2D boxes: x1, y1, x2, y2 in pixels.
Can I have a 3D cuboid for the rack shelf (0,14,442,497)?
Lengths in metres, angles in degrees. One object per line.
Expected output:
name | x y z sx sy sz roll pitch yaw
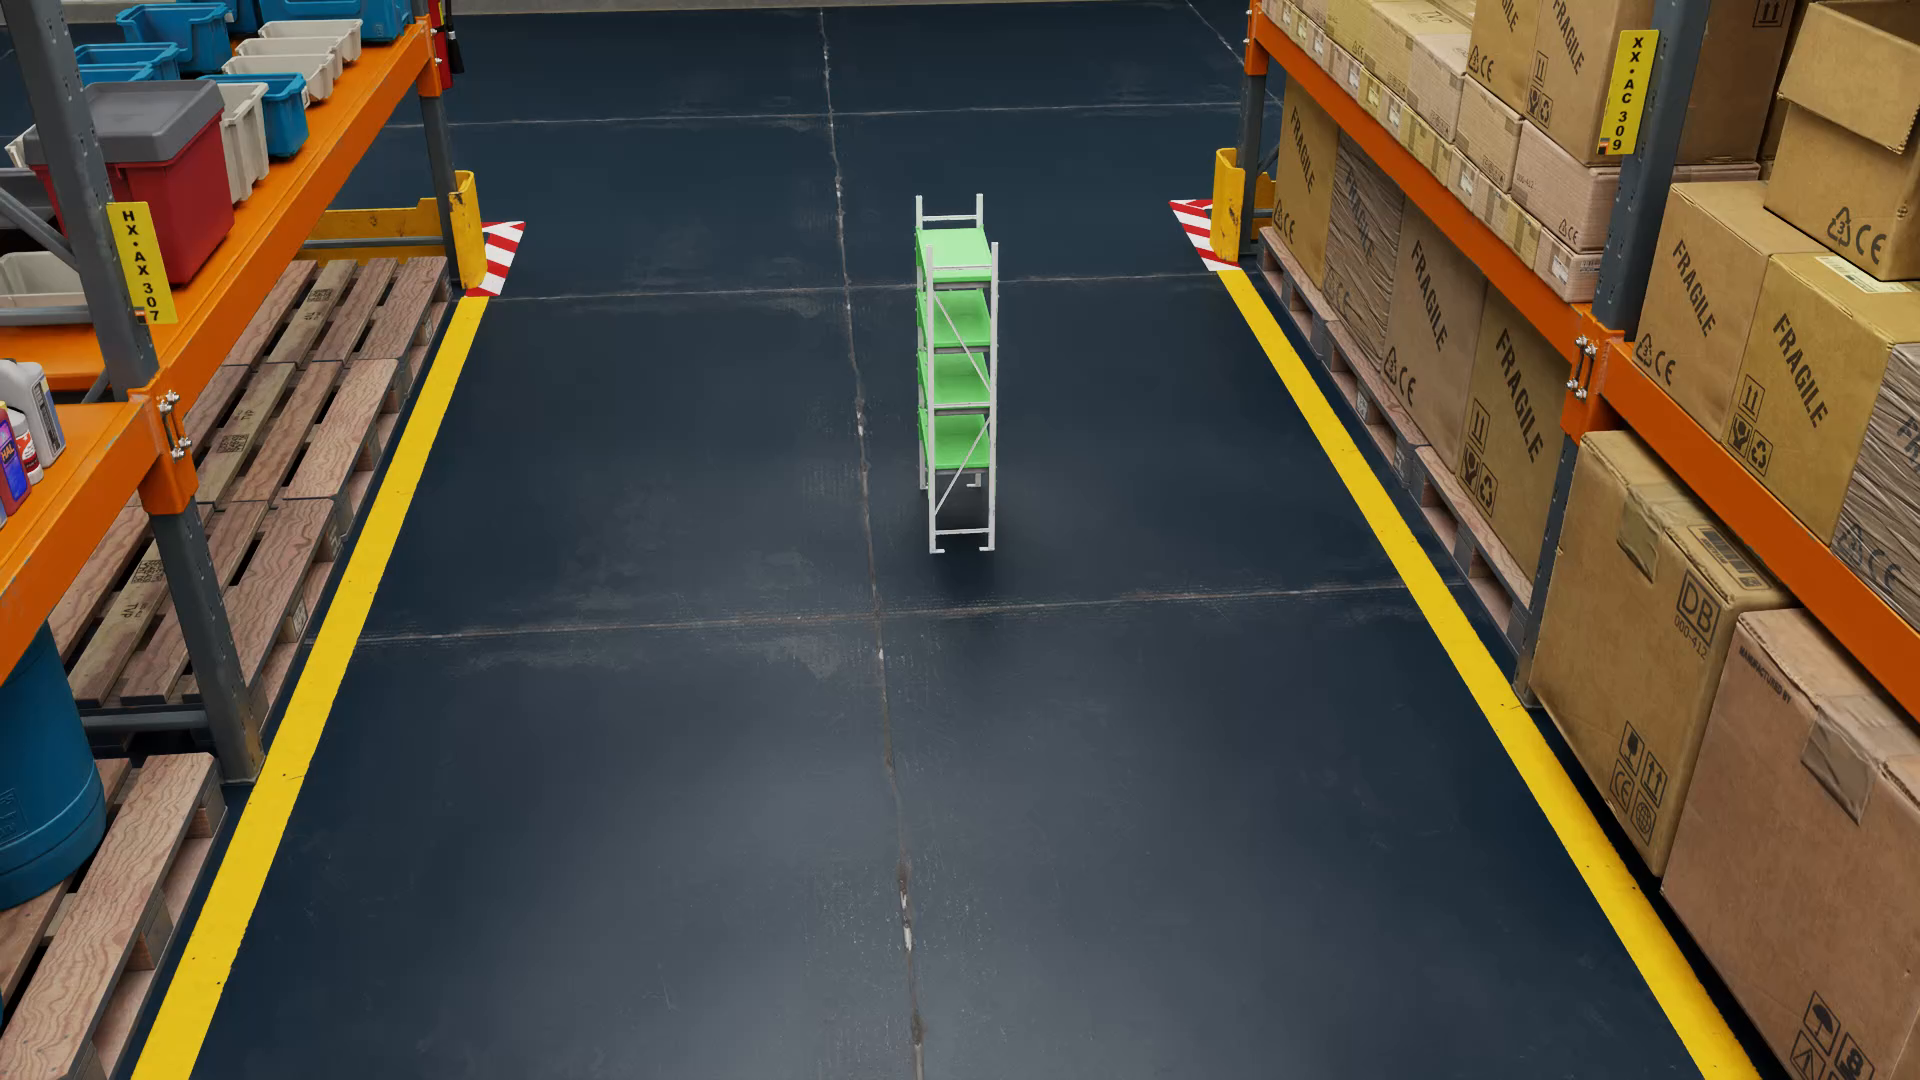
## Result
rack shelf | -2.813 -1.269 6.151 1.077 0.370 4.000 -3 31 -5

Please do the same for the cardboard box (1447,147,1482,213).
cardboard box | 1.878 -1.220 5.613 0.380 0.149 0.250 -2 31 -4

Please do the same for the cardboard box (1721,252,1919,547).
cardboard box | 2.147 -0.334 3.786 0.500 0.500 0.500 -3 31 -5

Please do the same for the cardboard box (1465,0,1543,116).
cardboard box | 1.953 -1.657 5.225 0.500 0.500 0.500 -2 31 -4

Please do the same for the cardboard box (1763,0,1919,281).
cardboard box | 2.373 -0.942 3.826 0.797 0.503 0.637 -4 31 -6

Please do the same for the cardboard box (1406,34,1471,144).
cardboard box | 1.904 -1.595 5.852 0.500 0.250 0.500 -2 31 -4

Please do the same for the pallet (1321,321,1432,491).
pallet | 2.194 -0.613 7.071 1.003 0.211 1.213 -3 31 -5

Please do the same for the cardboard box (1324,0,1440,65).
cardboard box | 1.806 -2.120 6.730 0.500 0.250 0.500 -4 31 -6

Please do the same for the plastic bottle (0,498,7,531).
plastic bottle | -2.234 -0.131 3.666 0.152 0.276 0.135 -3 31 -5

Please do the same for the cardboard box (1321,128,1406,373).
cardboard box | 2.156 -1.317 7.192 0.875 0.875 0.875 -3 31 -5

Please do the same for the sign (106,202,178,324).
sign | -2.079 -0.701 4.229 0.100 0.325 0.005 -3 31 -5

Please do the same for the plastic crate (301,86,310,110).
plastic crate | -2.635 -1.664 6.310 0.298 0.136 0.250 -3 31 -5

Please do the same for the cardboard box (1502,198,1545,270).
cardboard box | 1.926 -0.958 5.174 0.380 0.149 0.250 -2 31 -4

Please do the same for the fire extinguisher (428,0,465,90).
fire extinguisher | -2.562 -2.505 7.957 0.296 0.674 0.183 -3 31 -5

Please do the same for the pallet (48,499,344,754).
pallet | -2.734 0.267 5.598 1.003 0.211 1.213 -3 31 -5

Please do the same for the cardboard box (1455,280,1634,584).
cardboard box | 2.323 -0.403 5.662 0.875 0.875 0.875 -3 31 -5

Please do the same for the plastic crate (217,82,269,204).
plastic crate | -2.586 -1.320 5.592 0.437 0.282 0.530 -3 31 -5

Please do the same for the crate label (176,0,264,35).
crate label | -3.305 -2.411 7.466 0.416 0.233 0.303 -3 31 -5

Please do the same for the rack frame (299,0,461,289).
rack frame | -3.000 -2.599 7.676 1.000 3.000 0.127 -3 31 -5

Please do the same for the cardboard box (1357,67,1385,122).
cardboard box | 1.781 -1.746 6.494 0.380 0.149 0.250 -4 31 -6

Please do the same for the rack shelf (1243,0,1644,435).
rack shelf | 2.118 -1.507 6.549 1.077 0.370 4.000 -3 31 -5

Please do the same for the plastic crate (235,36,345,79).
plastic crate | -2.731 -1.955 6.797 0.396 0.136 0.243 -3 31 -5

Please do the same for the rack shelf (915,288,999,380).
rack shelf | -0.015 -0.751 5.994 0.258 0.148 0.480 -3 31 -5

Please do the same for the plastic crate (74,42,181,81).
plastic crate | -3.182 -1.739 6.341 0.416 0.233 0.300 -3 31 -5

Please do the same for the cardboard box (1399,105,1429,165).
cardboard box | 1.830 -1.483 6.052 0.380 0.149 0.250 -3 31 -5

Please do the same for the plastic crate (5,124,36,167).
plastic crate | -3.089 -1.344 5.774 0.293 0.136 0.466 -3 31 -5

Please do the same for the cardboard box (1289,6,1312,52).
cardboard box | 1.685 -2.270 7.370 0.380 0.149 0.250 -3 31 -6

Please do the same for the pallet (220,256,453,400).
pallet | -2.962 -0.979 7.683 1.003 0.211 1.213 -3 31 -5

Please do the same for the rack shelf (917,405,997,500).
rack shelf | -0.015 -0.339 6.240 0.258 0.148 0.480 -3 31 -5

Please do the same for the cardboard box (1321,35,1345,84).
cardboard box | 1.734 -2.007 6.930 0.380 0.149 0.250 -3 31 -6

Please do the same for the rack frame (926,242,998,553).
rack frame | 0.007 -0.475 5.875 0.240 1.200 0.015 -3 31 -5

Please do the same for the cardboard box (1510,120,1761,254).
cardboard box | 2.002 -1.070 4.973 0.500 0.250 0.500 -3 31 -6

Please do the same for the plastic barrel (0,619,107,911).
plastic barrel | -2.593 0.442 4.221 0.600 0.901 0.708 -3 31 -5

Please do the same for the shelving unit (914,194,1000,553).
shelving unit | -0.015 -0.600 6.084 0.258 1.200 0.503 -3 31 -5

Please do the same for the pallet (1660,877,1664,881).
pallet | 2.452 0.793 4.716 1.003 0.211 1.213 -3 31 -5

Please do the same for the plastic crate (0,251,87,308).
plastic crate | -2.528 -0.714 4.719 0.396 0.136 0.243 -3 31 -5

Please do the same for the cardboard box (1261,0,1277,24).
cardboard box | 1.636 -2.532 7.808 0.380 0.149 0.250 -2 31 -4

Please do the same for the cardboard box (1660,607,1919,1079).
cardboard box | 2.469 0.720 3.783 1.225 0.875 0.875 -4 31 -6

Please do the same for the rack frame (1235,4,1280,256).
rack frame | 1.931 -2.837 8.074 1.000 3.000 0.127 -3 31 -5

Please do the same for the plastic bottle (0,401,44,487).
plastic bottle | -2.230 -0.228 3.900 0.097 0.201 0.097 0 31 0

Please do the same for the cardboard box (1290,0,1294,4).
cardboard box | 1.707 -2.642 7.604 0.500 0.250 0.500 -4 31 -6

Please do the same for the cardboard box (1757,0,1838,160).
cardboard box | 2.515 -1.436 4.854 0.500 0.500 0.500 -3 31 -5

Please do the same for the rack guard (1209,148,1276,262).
rack guard | 1.929 -1.776 8.735 1.175 0.500 0.348 -3 31 -5
